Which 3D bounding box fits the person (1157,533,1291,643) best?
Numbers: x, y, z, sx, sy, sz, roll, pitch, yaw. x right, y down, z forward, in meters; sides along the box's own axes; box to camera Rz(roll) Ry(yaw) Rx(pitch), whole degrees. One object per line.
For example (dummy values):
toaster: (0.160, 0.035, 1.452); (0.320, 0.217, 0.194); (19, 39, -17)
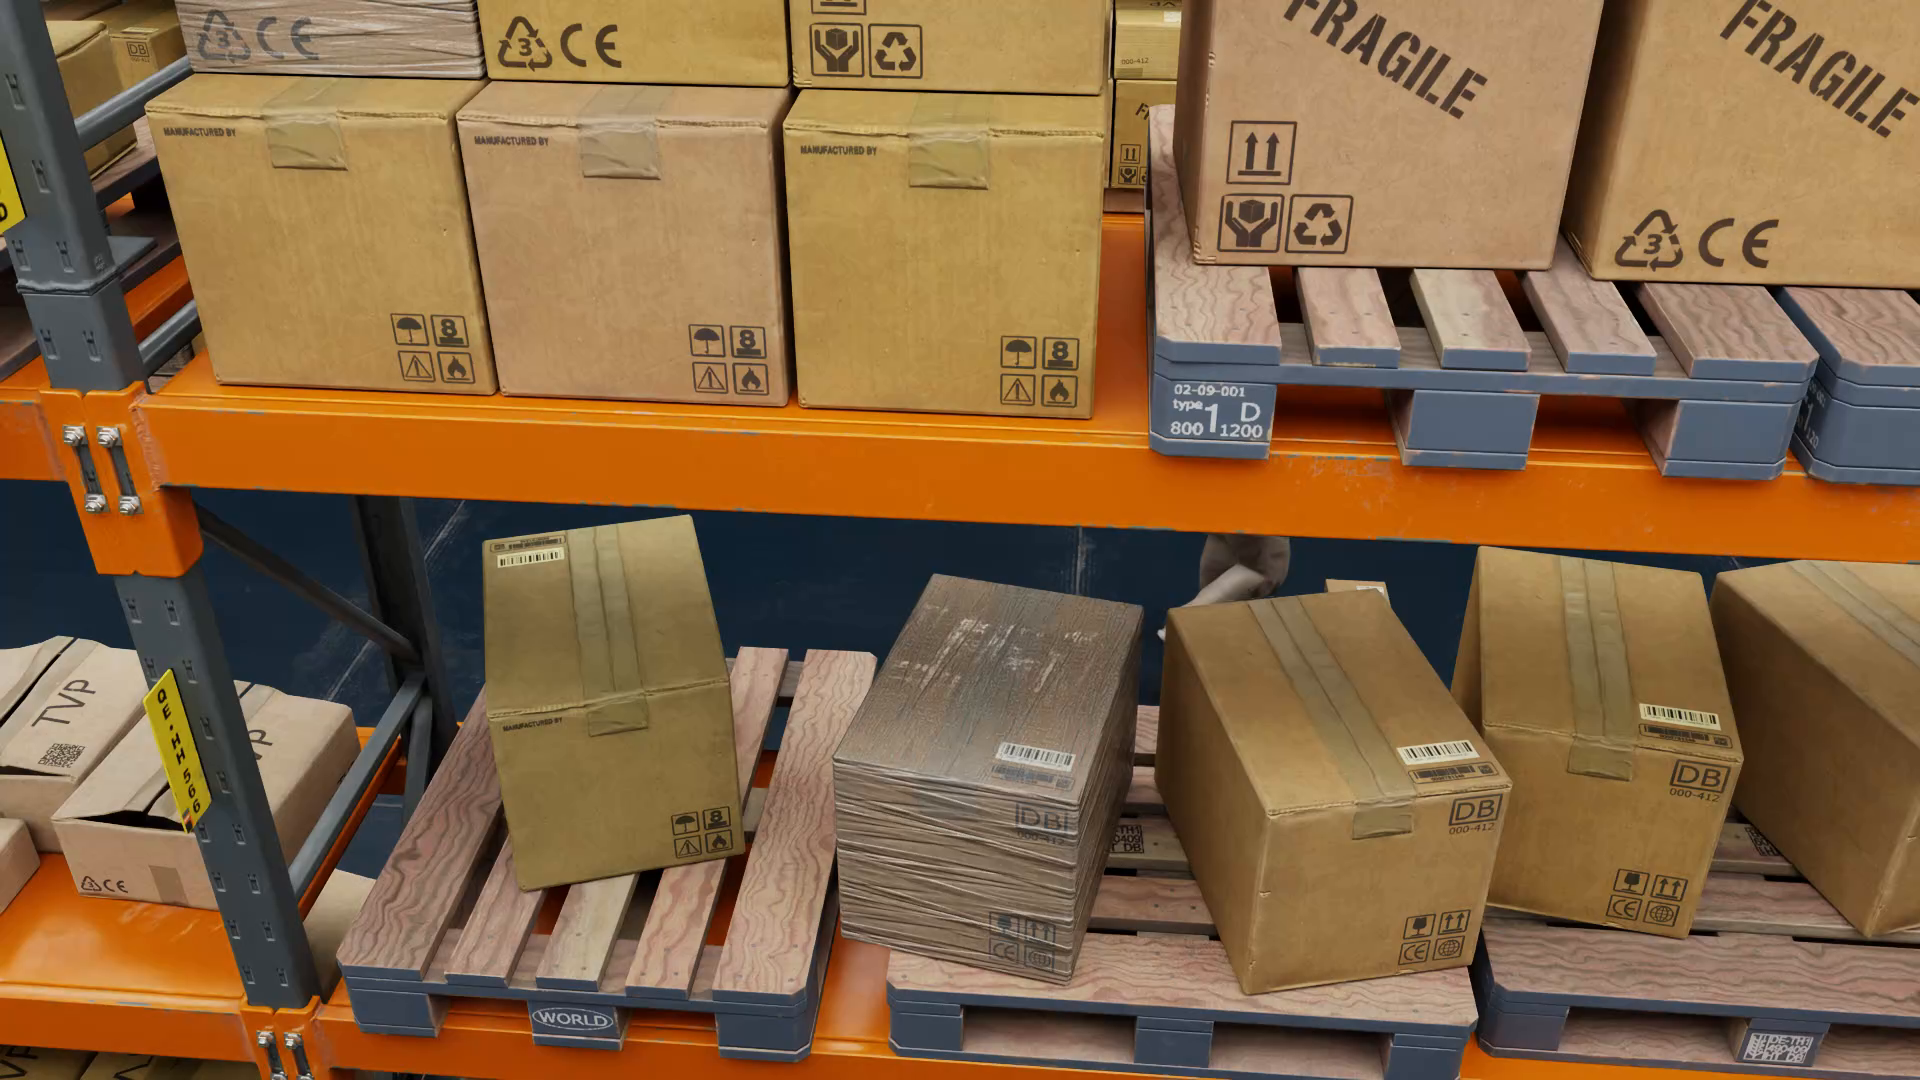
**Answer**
person: (1.045, -0.257, 6.538); (0.650, 1.715, 0.581); (-10, 33, -15)
